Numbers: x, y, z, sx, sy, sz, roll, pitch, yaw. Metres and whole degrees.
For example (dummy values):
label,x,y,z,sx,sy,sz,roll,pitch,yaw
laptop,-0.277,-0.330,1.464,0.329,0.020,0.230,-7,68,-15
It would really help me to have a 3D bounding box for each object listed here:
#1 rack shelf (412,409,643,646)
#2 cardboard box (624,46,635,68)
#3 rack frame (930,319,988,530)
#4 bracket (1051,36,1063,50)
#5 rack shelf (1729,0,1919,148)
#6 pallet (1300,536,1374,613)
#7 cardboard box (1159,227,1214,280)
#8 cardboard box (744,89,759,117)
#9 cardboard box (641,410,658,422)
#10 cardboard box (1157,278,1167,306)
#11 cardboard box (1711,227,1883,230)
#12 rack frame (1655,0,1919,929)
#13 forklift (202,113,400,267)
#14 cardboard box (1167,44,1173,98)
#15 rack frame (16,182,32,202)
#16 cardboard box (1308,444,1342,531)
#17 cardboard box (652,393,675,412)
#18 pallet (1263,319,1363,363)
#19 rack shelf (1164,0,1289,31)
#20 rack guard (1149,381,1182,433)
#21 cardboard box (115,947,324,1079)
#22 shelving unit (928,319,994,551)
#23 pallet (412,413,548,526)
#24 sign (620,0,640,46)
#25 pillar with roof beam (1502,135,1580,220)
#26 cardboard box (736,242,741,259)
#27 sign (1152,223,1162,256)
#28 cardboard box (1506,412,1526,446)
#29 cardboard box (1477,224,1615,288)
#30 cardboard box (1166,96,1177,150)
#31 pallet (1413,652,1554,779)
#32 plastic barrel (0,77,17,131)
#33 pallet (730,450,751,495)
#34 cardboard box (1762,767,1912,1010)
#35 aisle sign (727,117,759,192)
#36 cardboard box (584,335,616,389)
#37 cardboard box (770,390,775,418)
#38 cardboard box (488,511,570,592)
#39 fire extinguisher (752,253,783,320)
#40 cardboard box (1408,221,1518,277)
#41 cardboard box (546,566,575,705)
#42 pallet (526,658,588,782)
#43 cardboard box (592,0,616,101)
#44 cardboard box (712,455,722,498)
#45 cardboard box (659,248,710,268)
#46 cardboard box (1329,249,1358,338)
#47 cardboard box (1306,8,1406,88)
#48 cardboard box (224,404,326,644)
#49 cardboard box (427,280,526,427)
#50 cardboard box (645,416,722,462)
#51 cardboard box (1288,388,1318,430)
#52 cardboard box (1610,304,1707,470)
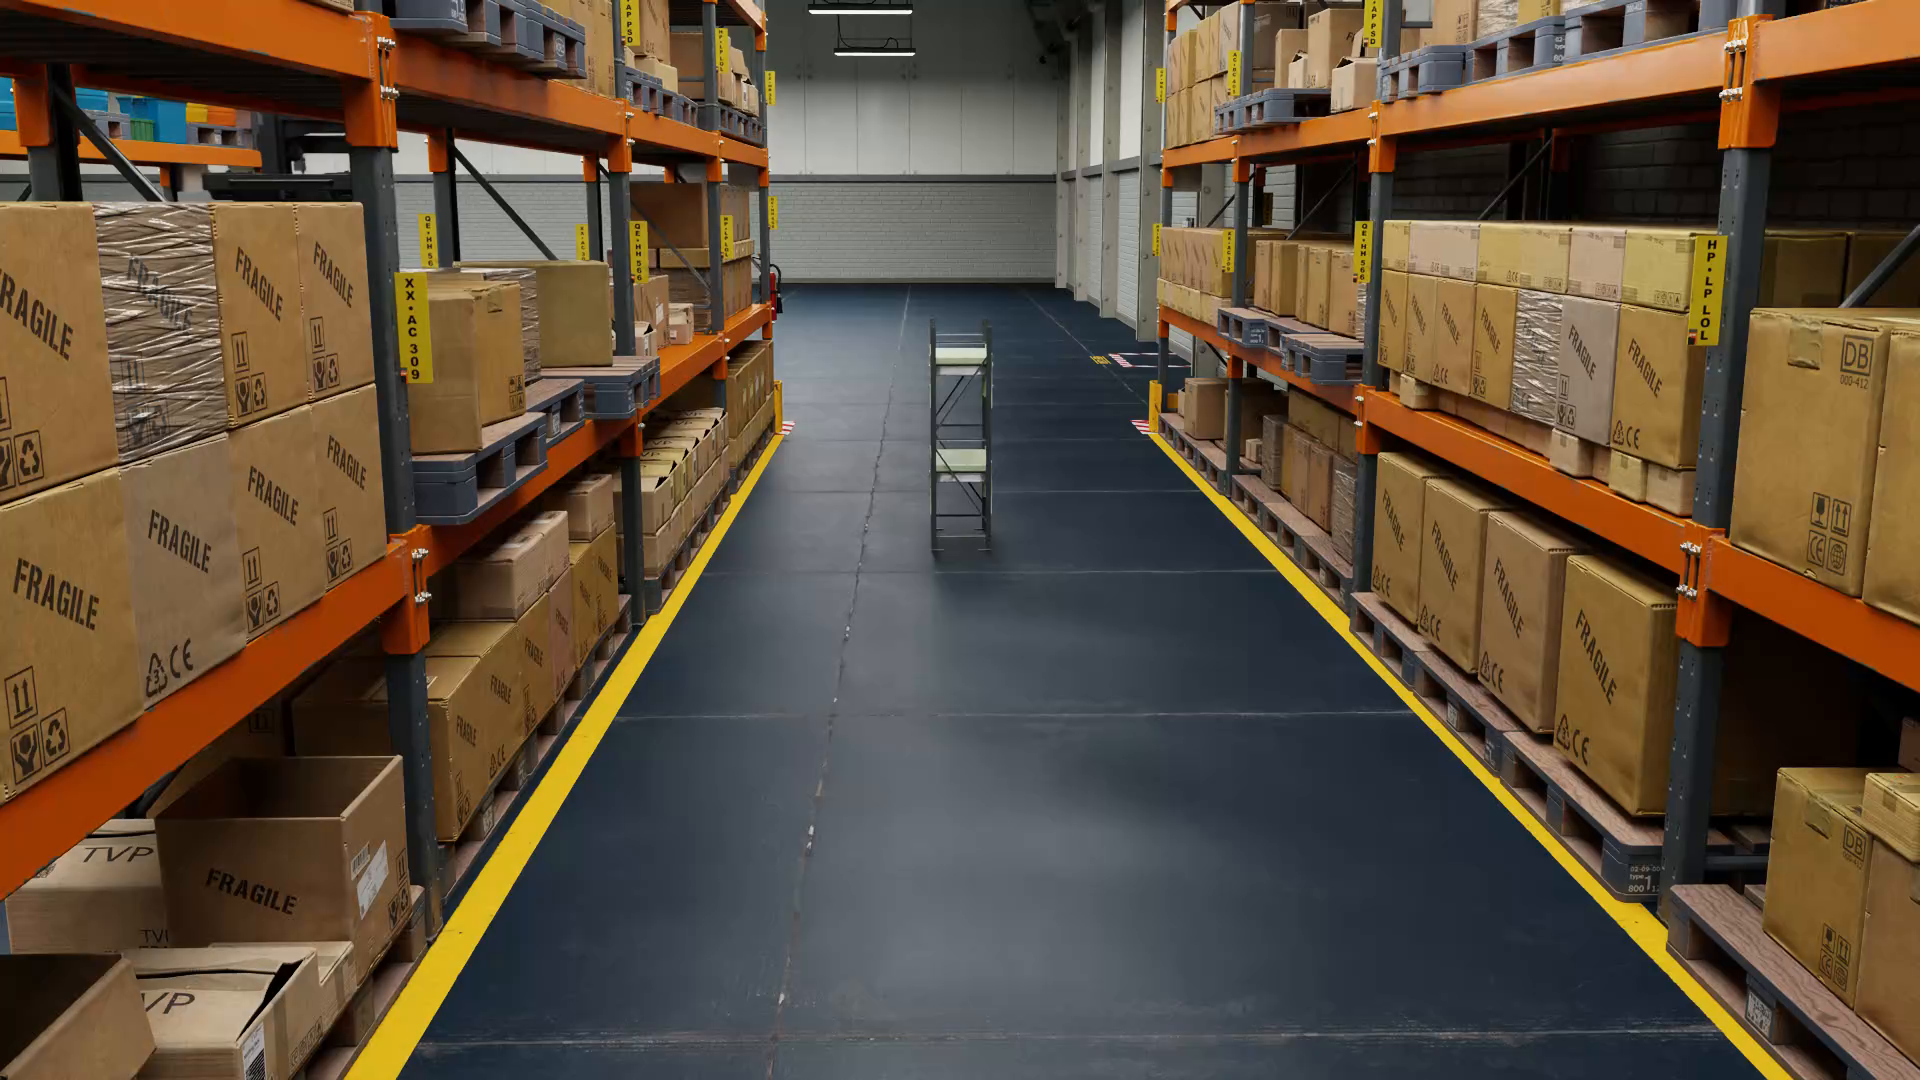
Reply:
label,x,y,z,sx,sy,sz,roll,pitch,yaw
rack shelf,-2.209,-0.246,7.037,1.077,0.370,4.000,0,11,-1
cardboard box,-2.355,-3.013,10.645,0.500,0.250,0.500,-1,12,-6
rack frame,-0.008,-0.809,11.775,0.400,1.500,0.023,0,11,-1
bracket,2.503,-12.544,41.702,0.076,0.066,4.783,0,11,-1
rack shelf,2.826,-0.942,2.924,1.077,0.370,4.000,0,11,-1
pallet,2.687,0.194,10.073,1.003,0.211,1.213,0,11,-1
cardboard box,2.246,-2.815,16.333,0.500,0.500,0.500,0,11,-1
cardboard box,-2.128,-4.030,15.302,0.500,0.250,0.500,0,11,-1
cardboard box,-2.574,-0.841,12.611,0.500,0.311,0.500,0,11,-1
cardboard box,2.229,-2.446,16.397,0.500,0.250,0.500,-1,11,-3
cardboard box,3.018,-0.991,5.963,0.500,0.250,0.500,0,11,0
rack frame,2.785,-0.222,5.110,1.000,3.000,0.127,0,11,-1
forklift,-4.633,-1.575,11.951,1.130,2.935,3.031,0,11,-2
cardboard box,2.302,-4.549,16.076,0.500,0.500,0.500,-1,12,-5
rack frame,-7.286,-1.772,12.748,1.000,3.000,0.127,0,11,-1
cardboard box,2.702,-0.352,10.932,0.700,0.500,0.500,0,11,-1
cardboard box,-2.560,-1.208,13.942,0.500,0.500,0.500,0,11,-1
pallet,2.620,-1.317,10.987,1.003,0.211,1.213,0,11,-1
rack shelf,2.578,-4.796,14.384,1.077,0.370,4.000,0,11,-1
rack guard,2.538,-1.367,17.042,1.175,0.500,0.348,0,11,-1
cardboard box,-1.857,1.162,3.942,0.500,0.311,0.500,0,11,-1
shelving unit,0.000,-0.736,11.417,0.431,1.500,0.755,0,11,-1
pallet,-2.075,-0.266,5.811,1.003,0.211,1.213,0,11,-1
sign,-1.708,-2.722,8.585,0.100,0.325,0.005,0,11,-1
pillar with roof beam,-0.764,-4.202,9.637,9.100,9.000,0.400,0,11,-1
cardboard box,-2.189,-2.621,15.051,0.380,0.149,0.250,0,11,0
sign,1.994,-3.030,16.771,0.100,0.325,0.005,0,11,-1
cardboard box,2.518,-0.481,6.965,0.380,0.149,0.250,0,11,1
cardboard box,2.497,-1.191,6.947,0.500,0.250,0.500,0,11,-2
cardboard box,2.294,-4.069,16.225,0.500,0.500,0.500,0,11,0
pallet,2.665,0.748,7.340,1.003,0.211,1.213,0,11,-1
plastic barrel,-7.058,-3.387,11.906,0.600,0.901,0.708,0,11,-1
pallet,-2.308,-0.583,13.902,1.003,0.211,1.213,0,11,-1
cardboard box,2.698,0.946,4.582,0.700,0.500,0.500,0,11,0
aisle sign,-2.124,-3.875,16.576,0.394,0.787,0.004,0,11,-1
cardboard box,-2.214,-1.025,9.292,0.500,0.311,0.500,0,11,2
cardboard box,-2.109,-1.339,16.476,0.500,0.250,0.500,0,11,-1
cardboard box,-1.966,0.045,7.087,0.500,0.250,0.500,0,11,-2
fire extinguisher,-1.954,-2.574,16.897,0.296,0.674,0.183,0,11,-1
cardboard box,2.466,-1.391,7.937,0.500,0.250,0.500,0,11,-2
cardboard box,-1.969,0.405,7.198,0.500,0.500,0.500,-1,11,-3
pallet,-2.251,0.761,7.278,1.003,0.211,1.213,0,11,-1
cardboard box,-2.208,-2.429,8.191,0.910,0.500,0.500,0,11,-1
cardboard box,-2.026,-0.468,12.180,0.500,0.250,0.500,0,11,-2
cardboard box,-2.145,-2.213,13.038,0.380,0.149,0.250,0,11,-1
cardboard box,2.644,-1.486,9.983,0.700,0.500,0.500,-1,12,-7
cardboard box,2.576,-3.183,10.853,0.500,0.500,0.500,-1,11,-3
cardboard box,-1.889,-0.049,4.007,0.500,0.500,0.500,0,11,0
cardboard box,-2.032,-0.687,6.096,0.700,0.500,0.500,2,12,8
cardboard box,-2.021,-0.742,12.120,0.500,0.311,0.500,0,11,0
cardboard box,2.664,-0.937,11.927,0.500,0.250,0.500,0,11,-2
cardboard box,2.523,-0.518,5.516,0.500,0.500,0.500,0,11,-2
